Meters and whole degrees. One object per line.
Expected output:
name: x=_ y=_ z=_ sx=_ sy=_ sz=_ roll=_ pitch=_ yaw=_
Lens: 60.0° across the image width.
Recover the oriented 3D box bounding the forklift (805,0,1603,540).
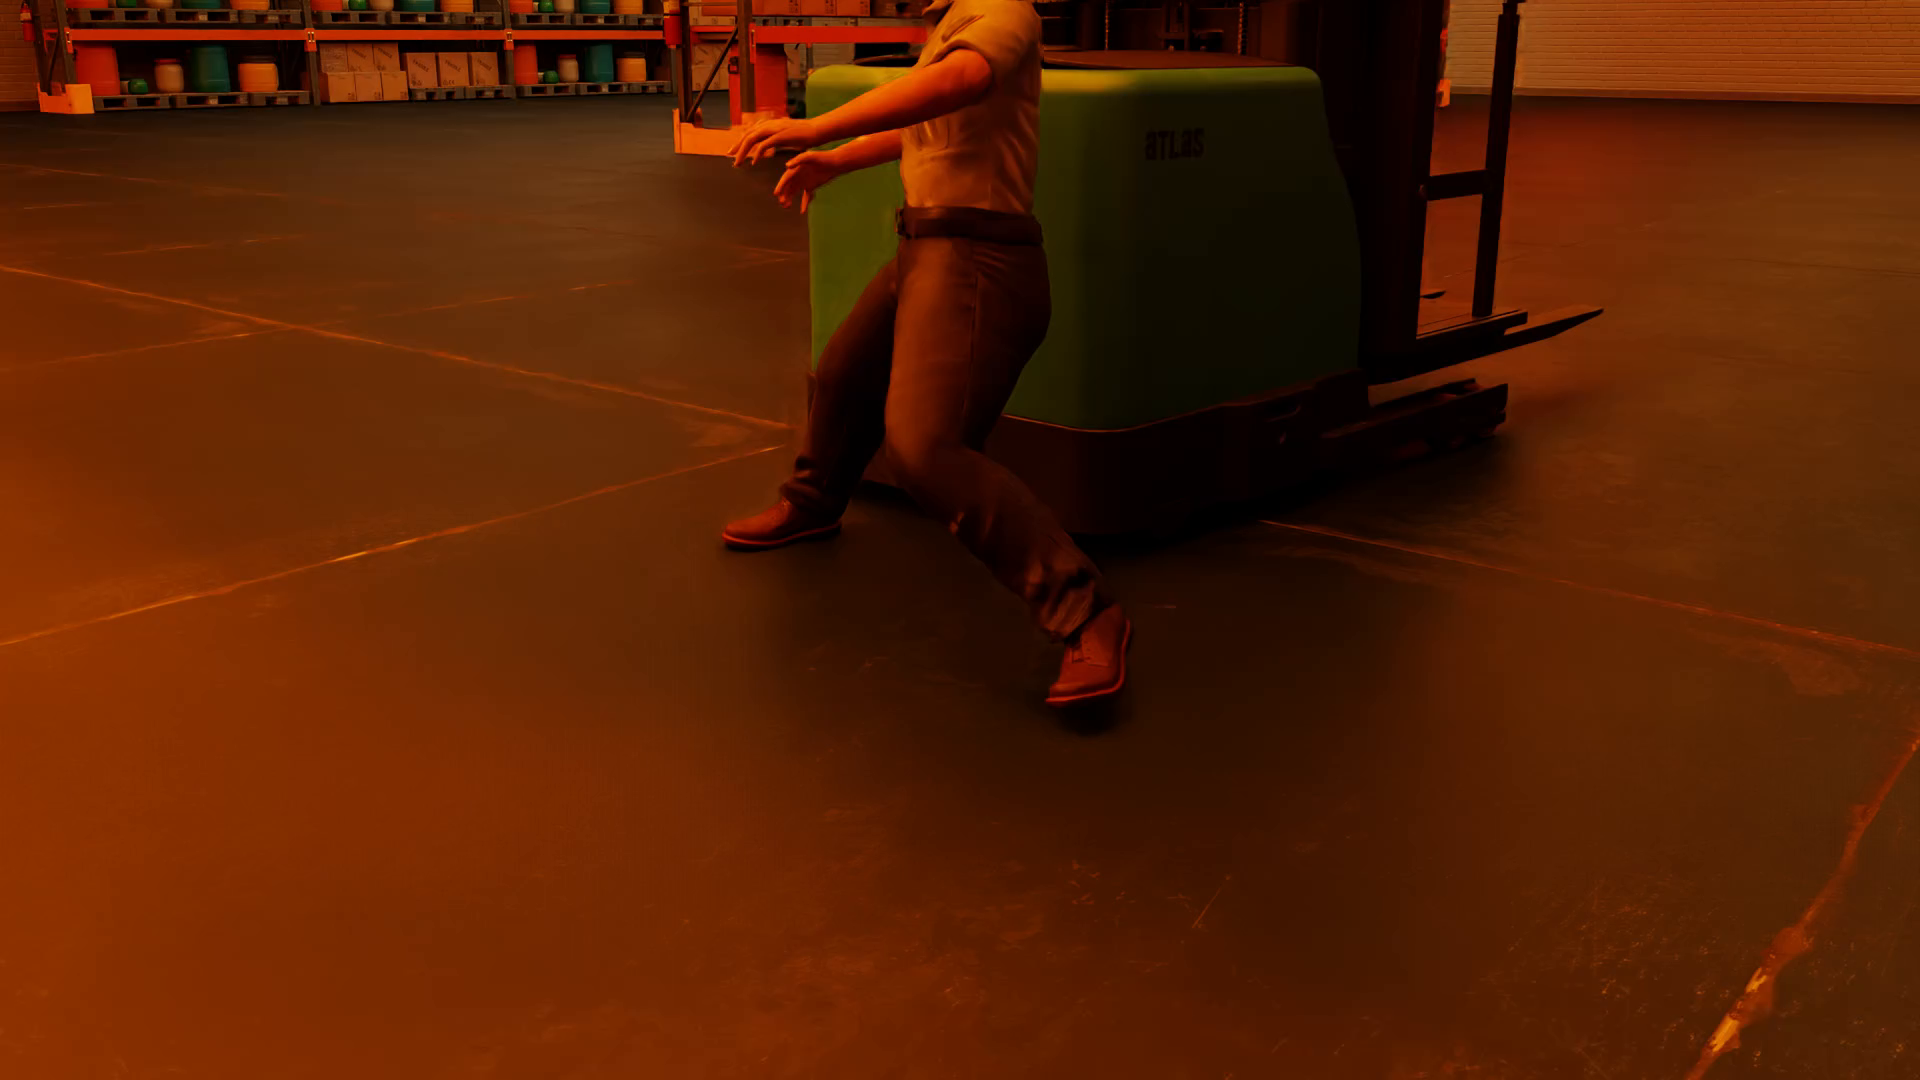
forklift: x=0.983 y=-1.754 z=4.674 sx=1.130 sy=2.935 sz=3.031 roll=15 pitch=23 yaw=41

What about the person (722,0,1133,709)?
person: x=-0.120 y=-0.536 z=3.225 sx=0.779 sy=1.437 sz=1.285 roll=-2 pitch=17 yaw=-5
